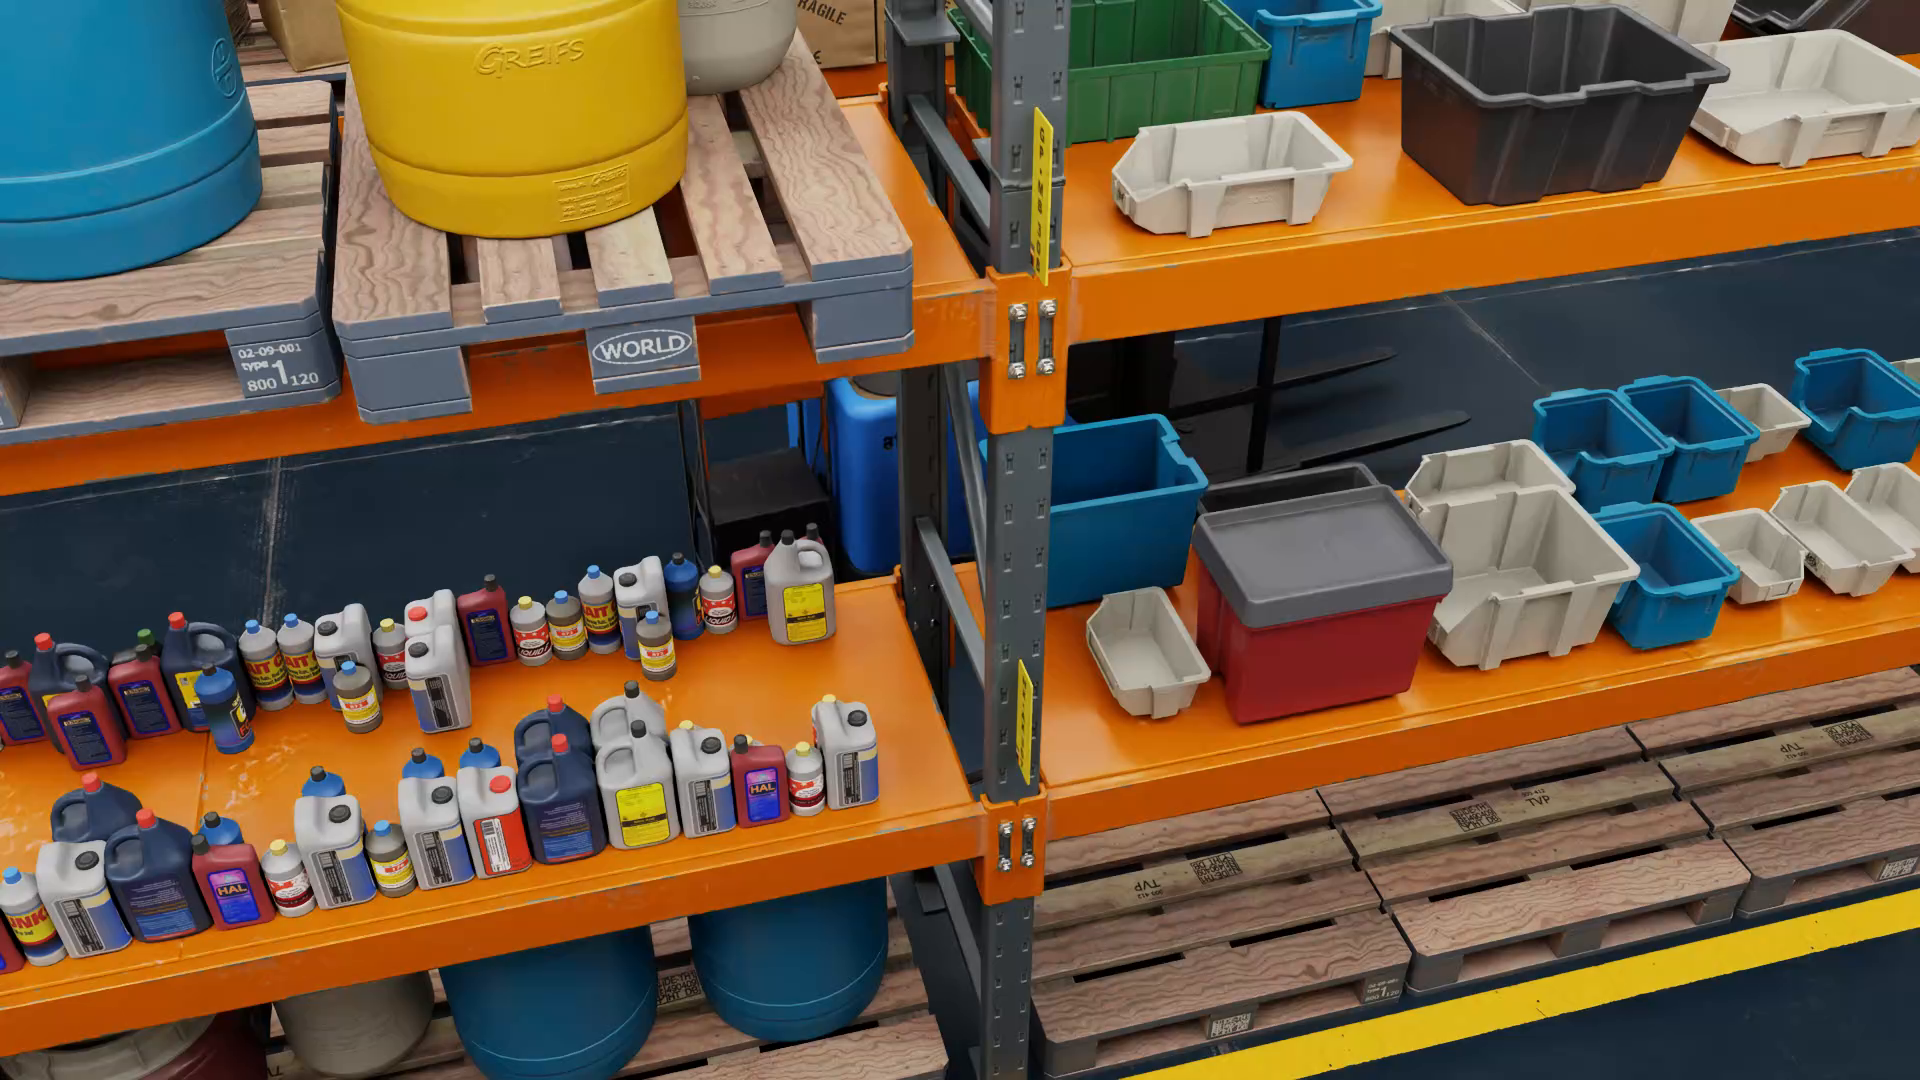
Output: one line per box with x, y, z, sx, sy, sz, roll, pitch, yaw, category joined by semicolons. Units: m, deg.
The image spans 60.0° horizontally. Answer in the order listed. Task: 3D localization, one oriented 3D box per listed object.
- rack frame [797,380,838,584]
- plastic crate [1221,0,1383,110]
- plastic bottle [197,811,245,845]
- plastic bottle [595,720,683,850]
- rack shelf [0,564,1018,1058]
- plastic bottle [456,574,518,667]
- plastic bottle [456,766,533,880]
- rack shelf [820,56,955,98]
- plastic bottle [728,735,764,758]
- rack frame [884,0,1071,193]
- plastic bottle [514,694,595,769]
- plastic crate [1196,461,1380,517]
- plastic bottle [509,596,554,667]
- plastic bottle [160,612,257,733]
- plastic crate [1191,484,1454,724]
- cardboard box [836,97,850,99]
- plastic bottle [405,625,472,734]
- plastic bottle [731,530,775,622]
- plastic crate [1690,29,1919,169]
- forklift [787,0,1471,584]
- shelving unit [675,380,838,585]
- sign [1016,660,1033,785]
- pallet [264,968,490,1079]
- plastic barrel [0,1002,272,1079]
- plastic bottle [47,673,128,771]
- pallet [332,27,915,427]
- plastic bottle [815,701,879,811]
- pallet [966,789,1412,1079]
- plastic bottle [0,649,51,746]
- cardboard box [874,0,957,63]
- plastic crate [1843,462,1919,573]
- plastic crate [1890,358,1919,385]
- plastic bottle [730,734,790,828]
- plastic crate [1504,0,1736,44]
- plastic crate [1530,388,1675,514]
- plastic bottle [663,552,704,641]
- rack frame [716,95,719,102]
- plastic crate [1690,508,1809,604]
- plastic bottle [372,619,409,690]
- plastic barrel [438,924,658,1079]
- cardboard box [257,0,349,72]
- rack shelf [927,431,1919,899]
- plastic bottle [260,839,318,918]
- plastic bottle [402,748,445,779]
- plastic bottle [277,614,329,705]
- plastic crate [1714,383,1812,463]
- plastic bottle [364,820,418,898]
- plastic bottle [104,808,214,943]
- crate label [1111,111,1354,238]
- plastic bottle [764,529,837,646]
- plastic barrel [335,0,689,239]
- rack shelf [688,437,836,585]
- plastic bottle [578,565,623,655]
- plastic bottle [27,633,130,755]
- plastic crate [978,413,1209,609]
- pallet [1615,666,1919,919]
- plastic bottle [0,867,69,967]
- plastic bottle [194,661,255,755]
-0.579;-0.667;6.394;0.015;2.100;0.400;-14;39;-17;rack frame
0.808;-1.231;4.059;0.300;0.233;0.416;-9;38;-12;plastic crate
-1.727;0.744;3.914;0.097;0.271;0.097;0;37;0;plastic bottle
-0.790;0.582;4.060;0.185;0.351;0.144;-9;38;-12;plastic bottle
-1.919;0.828;4.291;4.000;0.370;1.077;-9;38;-12;rack shelf
-1.310;0.220;4.589;0.133;0.283;0.061;-9;38;-12;plastic bottle
-1.124;0.664;4.015;0.135;0.276;0.152;-9;38;-12;plastic bottle
0.655;-2.712;8.918;4.000;0.370;1.077;-9;38;-12;rack shelf
-0.533;0.576;4.192;0.097;0.201;0.097;0;37;0;plastic bottle
0.012;-2.157;2.664;0.127;3.000;1.000;-9;38;-12;rack frame
-1.006;0.527;4.133;0.185;0.351;0.144;-9;38;-12;plastic bottle
1.023;-0.024;4.990;0.590;0.125;0.437;-9;38;-12;plastic crate
-1.194;0.245;4.624;0.097;0.201;0.097;0;37;0;plastic bottle
-1.995;0.332;4.388;0.185;0.351;0.144;-9;38;-12;plastic bottle
0.940;0.182;4.442;0.583;0.464;0.402;-9;38;-12;plastic crate
-0.799;-2.119;9.247;0.500;0.500;0.500;-9;38;-12;cardboard box
-1.388;0.360;4.412;0.135;0.276;0.152;-9;38;-12;plastic bottle
-0.582;0.101;4.746;0.133;0.283;0.061;-9;38;-12;plastic bottle
1.944;-1.022;3.866;0.530;0.136;0.437;-9;38;-12;plastic crate
0.815;-1.393;6.659;3.031;2.935;1.130;-14;39;-17;forklift
-0.805;-0.612;6.322;0.503;2.100;0.431;-14;39;-17;shelving unit
0.154;0.438;3.980;0.005;0.325;0.100;-9;38;-12;sign
-1.924;1.626;4.951;1.213;0.211;1.003;-9;38;-12;pallet
-2.291;1.384;4.612;0.708;0.588;0.600;-9;38;-12;plastic barrel
-2.251;0.465;4.269;0.133;0.283;0.061;-9;38;-12;plastic bottle
-0.719;-0.710;3.395;1.003;0.211;1.213;-9;38;-12;pallet
-0.284;0.527;4.195;0.135;0.276;0.152;-9;38;-12;plastic bottle
0.712;1.194;5.516;1.213;0.211;1.003;-9;38;-12;pallet
-2.467;0.410;4.341;0.133;0.283;0.061;-9;38;-12;plastic bottle
-0.219;-2.724;8.260;0.500;0.500;0.500;-9;38;-11;cardboard box
2.850;-0.055;5.020;0.243;0.136;0.396;-9;38;-12;plastic crate
3.218;-0.479;5.575;0.298;0.136;0.250;-9;38;-12;plastic crate
-0.495;0.587;4.110;0.133;0.283;0.061;-9;38;-12;plastic bottle
1.654;-1.383;4.217;0.530;0.282;0.437;-9;38;-12;plastic crate
1.989;-0.264;5.214;0.300;0.233;0.416;-9;38;-12;plastic crate
-0.782;0.150;4.691;0.097;0.271;0.097;0;37;0;plastic bottle
-1.276;-2.681;8.286;0.127;3.000;1.000;-9;38;-12;rack frame
2.307;0.062;4.868;0.250;0.136;0.298;-9;38;-12;plastic crate
-1.547;0.303;4.549;0.097;0.201;0.097;0;37;0;plastic bottle
-1.201;1.080;4.750;0.708;0.901;0.600;-9;38;-12;plastic barrel
-2.965;-2.571;7.714;0.500;0.500;0.700;-19;41;-23;cardboard box
1.943;0.194;5.119;4.000;0.370;1.077;-9;38;-12;rack shelf
-1.582;0.786;3.917;0.097;0.201;0.097;0;37;0;plastic bottle
-1.304;0.617;4.080;0.097;0.271;0.097;0;37;0;plastic bottle
-1.771;0.312;4.479;0.097;0.271;0.097;0;37;0;plastic bottle
2.564;-0.372;5.435;0.298;0.136;0.250;-9;38;-12;plastic crate
-1.358;0.750;3.965;0.097;0.201;0.097;0;37;0;plastic bottle
-1.853;0.757;3.832;0.185;0.351;0.144;-9;38;-12;plastic bottle
0.560;-0.769;3.535;0.466;0.136;0.293;-9;38;-12;crate label
-0.451;0.117;4.669;0.185;0.351;0.144;-9;38;-12;plastic bottle
-0.816;-0.944;3.046;0.600;0.588;0.600;0;37;0;plastic barrel
-0.805;-0.046;6.756;0.480;0.518;0.431;-14;39;-17;rack shelf
-1.006;0.187;4.643;0.097;0.271;0.097;0;37;0;plastic bottle
-2.302;0.382;4.322;0.185;0.351;0.144;-9;38;-12;plastic bottle
0.374;-0.066;4.831;0.575;0.384;0.392;-9;38;-12;plastic crate
3.068;0.807;6.021;1.213;0.211;1.003;-9;38;-12;pallet
-2.113;0.846;3.781;0.097;0.271;0.097;0;37;0;plastic bottle
-1.921;0.427;4.328;0.097;0.271;0.097;0;37;0;plastic bottle
